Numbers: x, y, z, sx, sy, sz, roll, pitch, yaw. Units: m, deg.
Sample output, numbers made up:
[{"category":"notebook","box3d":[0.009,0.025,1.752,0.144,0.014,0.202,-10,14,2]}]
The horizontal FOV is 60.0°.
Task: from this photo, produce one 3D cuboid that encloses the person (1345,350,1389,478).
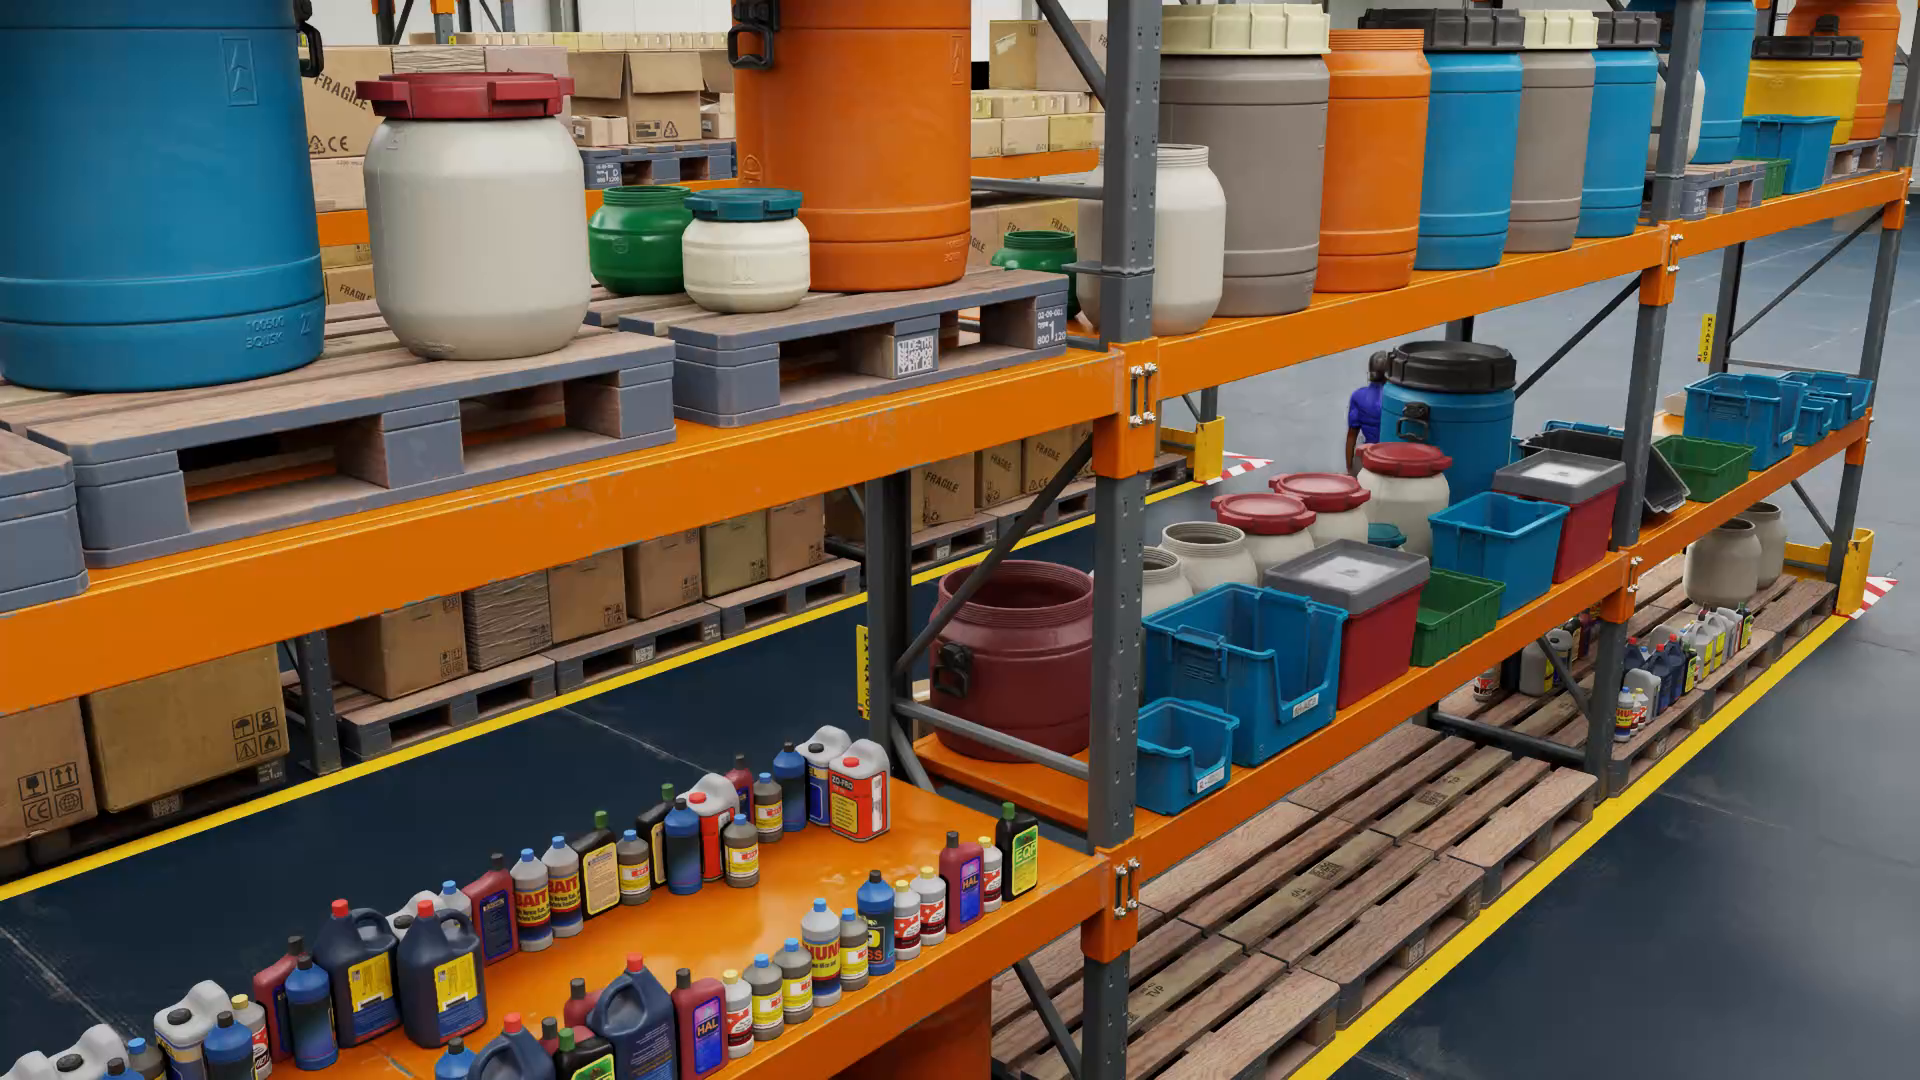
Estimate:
[{"category":"person","box3d":[2.758,-0.459,11.016,0.817,1.617,0.432,-11,20,-33]}]
